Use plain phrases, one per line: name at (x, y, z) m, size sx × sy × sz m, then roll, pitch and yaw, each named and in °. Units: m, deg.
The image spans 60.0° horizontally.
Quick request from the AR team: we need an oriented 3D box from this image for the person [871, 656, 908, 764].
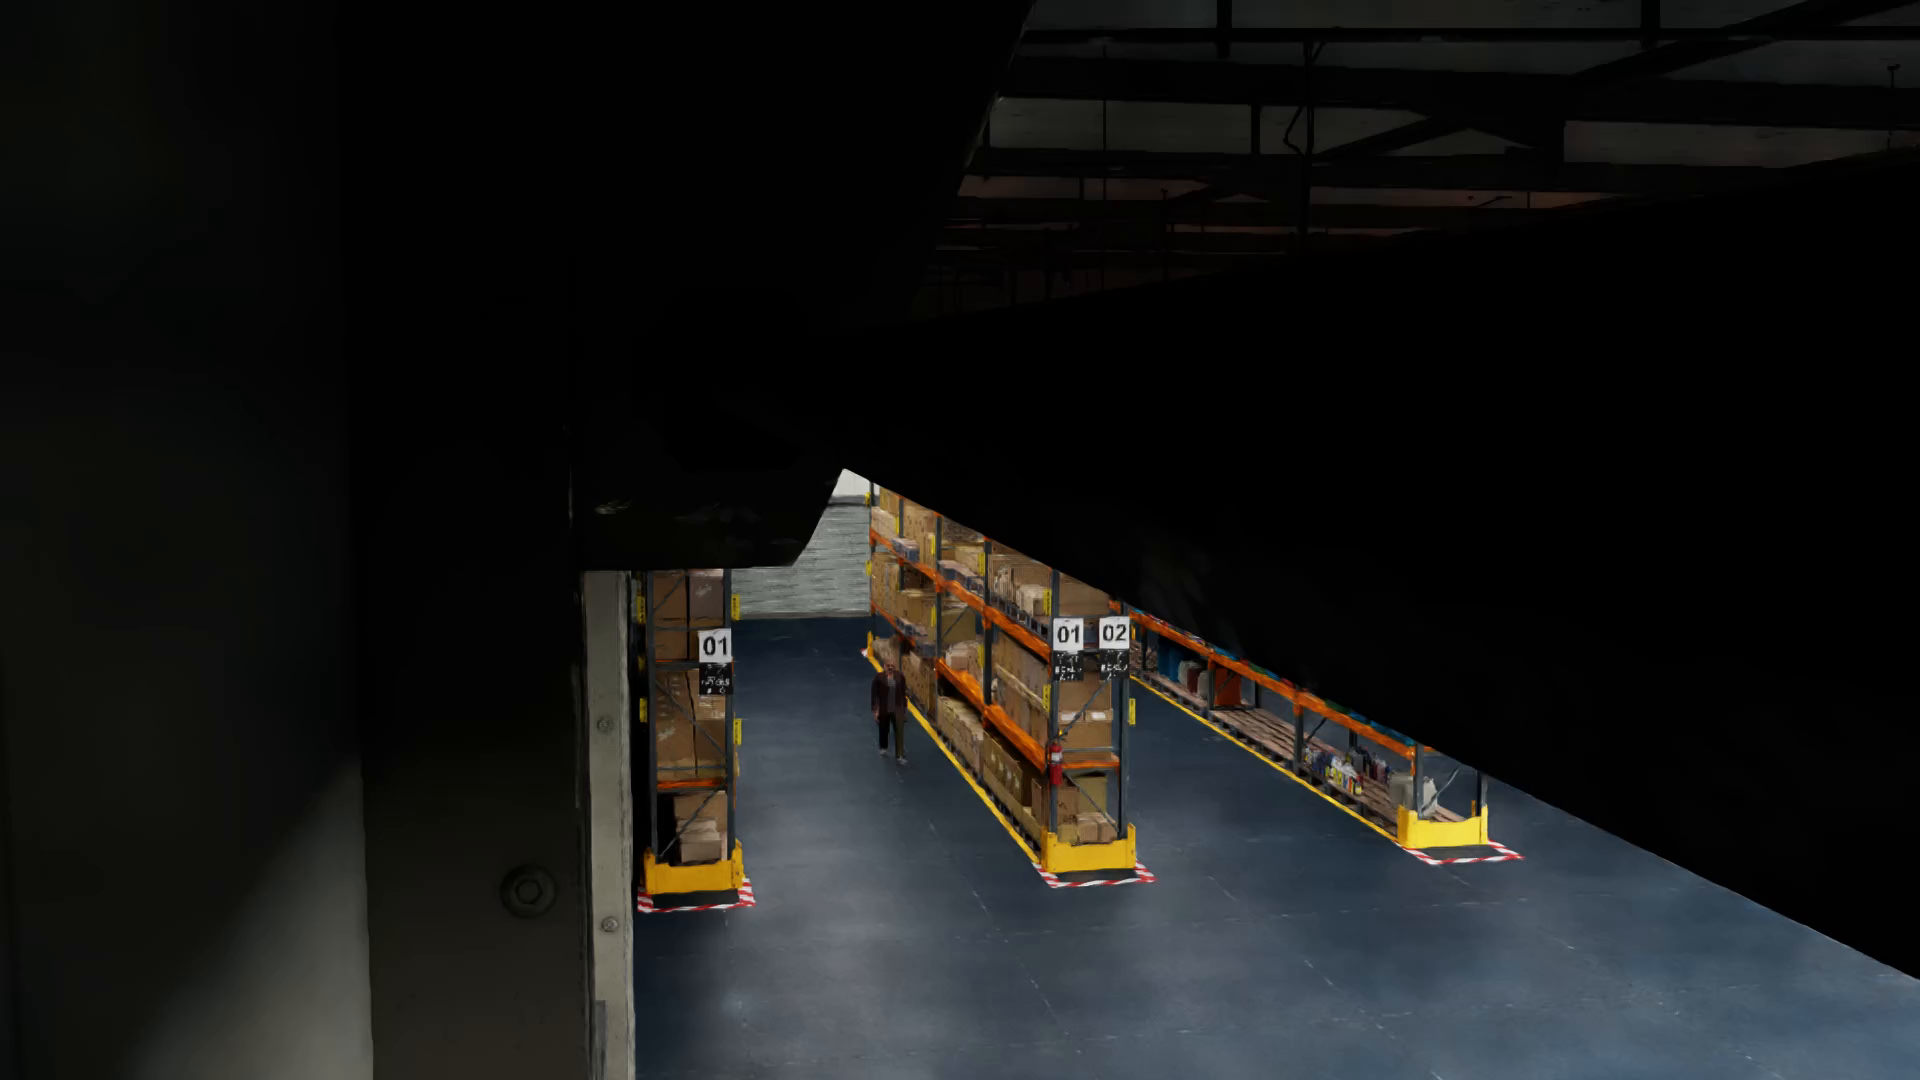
person at (-1.123, 2.688, 26.591) m, size 0.599 × 1.696 × 1.175 m, roll -1°, pitch 6°, yaw -8°
